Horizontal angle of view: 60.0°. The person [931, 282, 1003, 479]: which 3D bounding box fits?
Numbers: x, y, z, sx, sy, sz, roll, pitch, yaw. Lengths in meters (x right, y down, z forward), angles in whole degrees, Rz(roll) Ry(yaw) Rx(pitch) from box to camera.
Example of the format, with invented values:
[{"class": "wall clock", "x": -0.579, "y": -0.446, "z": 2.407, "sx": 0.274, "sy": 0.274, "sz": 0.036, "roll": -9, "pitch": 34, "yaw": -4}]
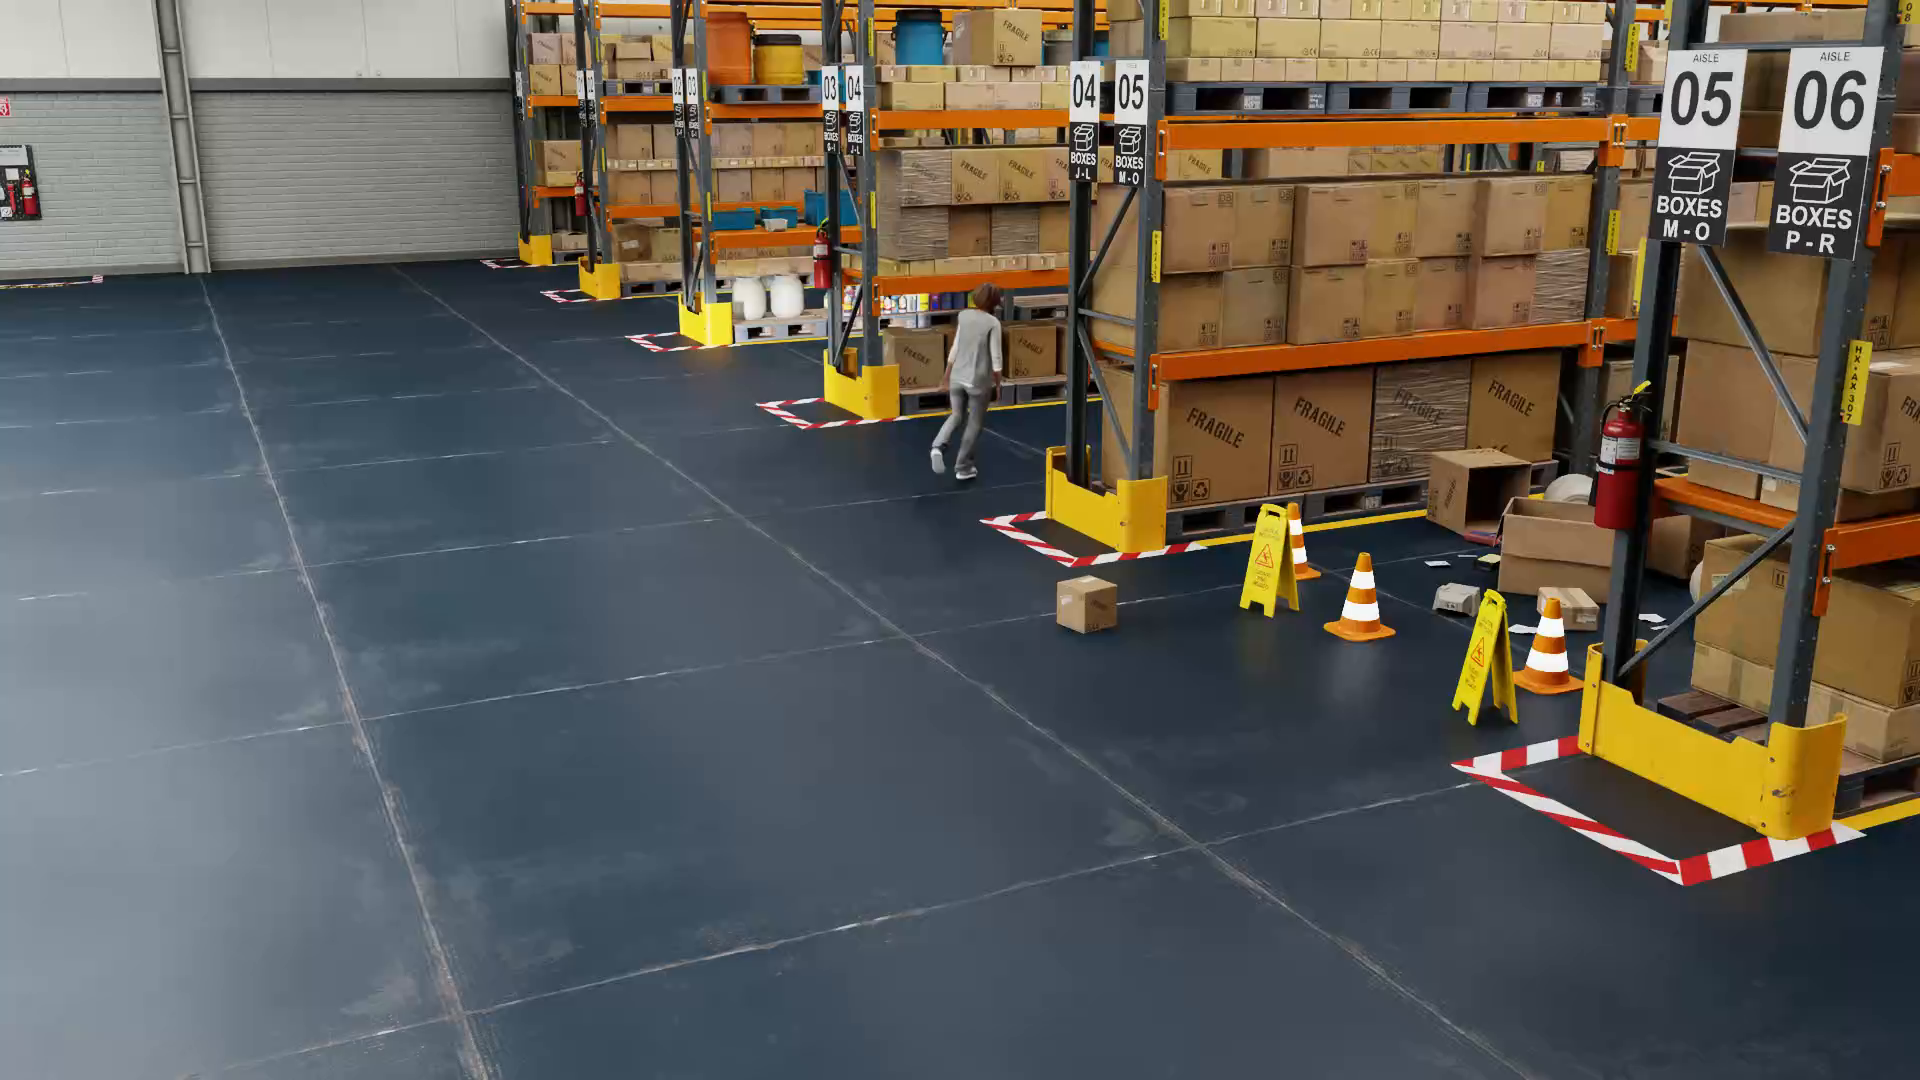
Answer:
[{"class": "person", "x": 0.048, "y": -1.209, "z": 12.871, "sx": 0.558, "sy": 1.571, "sz": 0.574, "roll": 9, "pitch": 18, "yaw": 31}]
